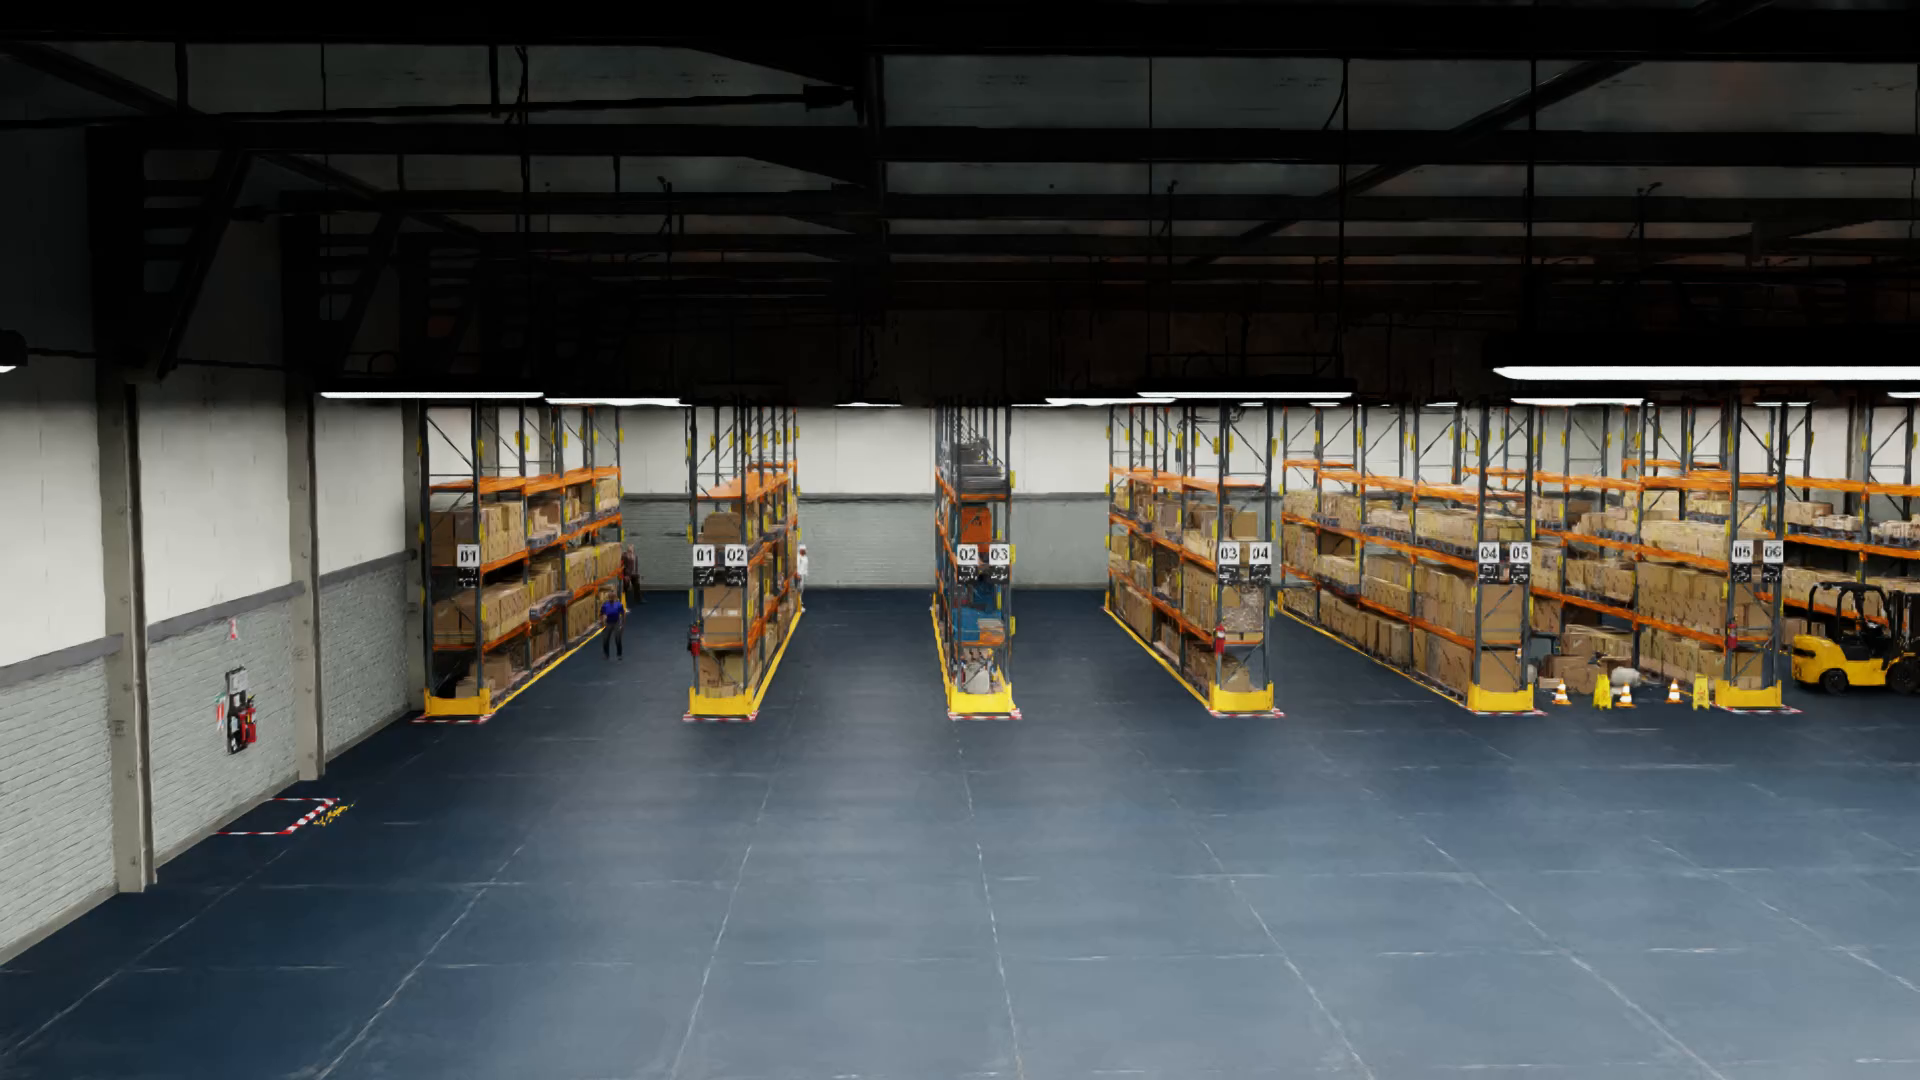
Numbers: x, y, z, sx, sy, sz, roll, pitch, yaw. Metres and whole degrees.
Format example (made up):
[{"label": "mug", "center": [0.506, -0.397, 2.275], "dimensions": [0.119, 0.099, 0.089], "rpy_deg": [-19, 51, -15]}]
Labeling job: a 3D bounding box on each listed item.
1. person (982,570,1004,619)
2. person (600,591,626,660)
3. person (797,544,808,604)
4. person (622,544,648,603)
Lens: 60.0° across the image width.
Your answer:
[{"label": "person", "center": [0.758, 1.328, 45.211], "dimensions": [0.687, 1.658, 0.821], "rpy_deg": [-2, 5, -21]}, {"label": "person", "center": [-7.925, 1.951, 37.961], "dimensions": [0.592, 1.590, 0.518], "rpy_deg": [0, 5, -4]}, {"label": "person", "center": [-4.725, 1.000, 48.715], "dimensions": [0.465, 1.761, 0.722], "rpy_deg": [2, 5, 24]}, {"label": "person", "center": [-9.615, 0.991, 48.686], "dimensions": [0.578, 1.772, 0.776], "rpy_deg": [3, 6, 36]}]
